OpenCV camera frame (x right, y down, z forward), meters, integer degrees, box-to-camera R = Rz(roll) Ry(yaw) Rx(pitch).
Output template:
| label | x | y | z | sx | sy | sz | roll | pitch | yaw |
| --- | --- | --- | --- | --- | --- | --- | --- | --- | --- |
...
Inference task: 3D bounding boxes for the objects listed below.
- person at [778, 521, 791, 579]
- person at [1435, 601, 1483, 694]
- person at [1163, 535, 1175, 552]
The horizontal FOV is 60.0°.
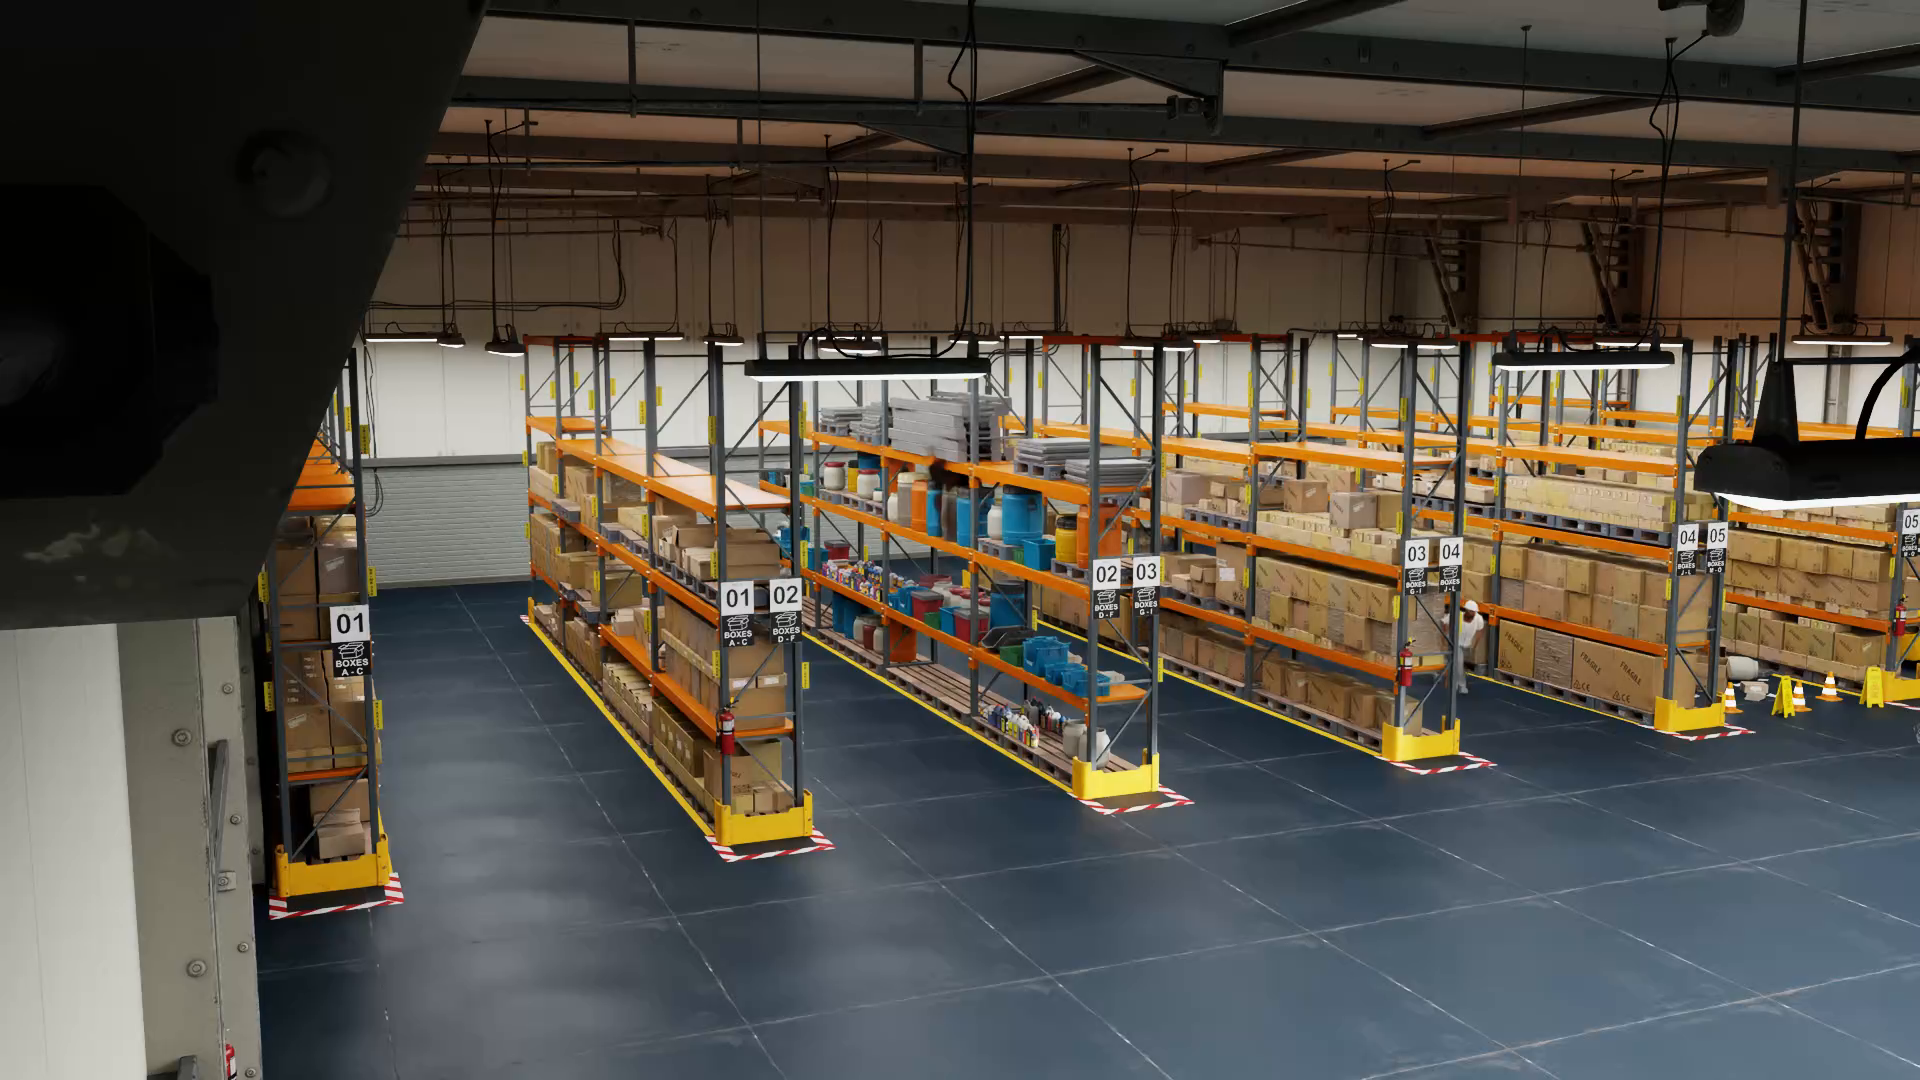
| label | x | y | z | sx | sy | sz | roll | pitch | yaw |
| --- | --- | --- | --- | --- | --- | --- | --- | --- | --- |
| person | -4.113 | 0.381 | 38.771 | 0.841 | 1.661 | 0.633 | -1 | 8 | -5 |
| person | 8.509 | 1.766 | 28.441 | 0.701 | 1.607 | 1.132 | -2 | 8 | -13 |
| person | 5.526 | -0.173 | 42.909 | 0.767 | 1.705 | 0.577 | -5 | 9 | -33 |
